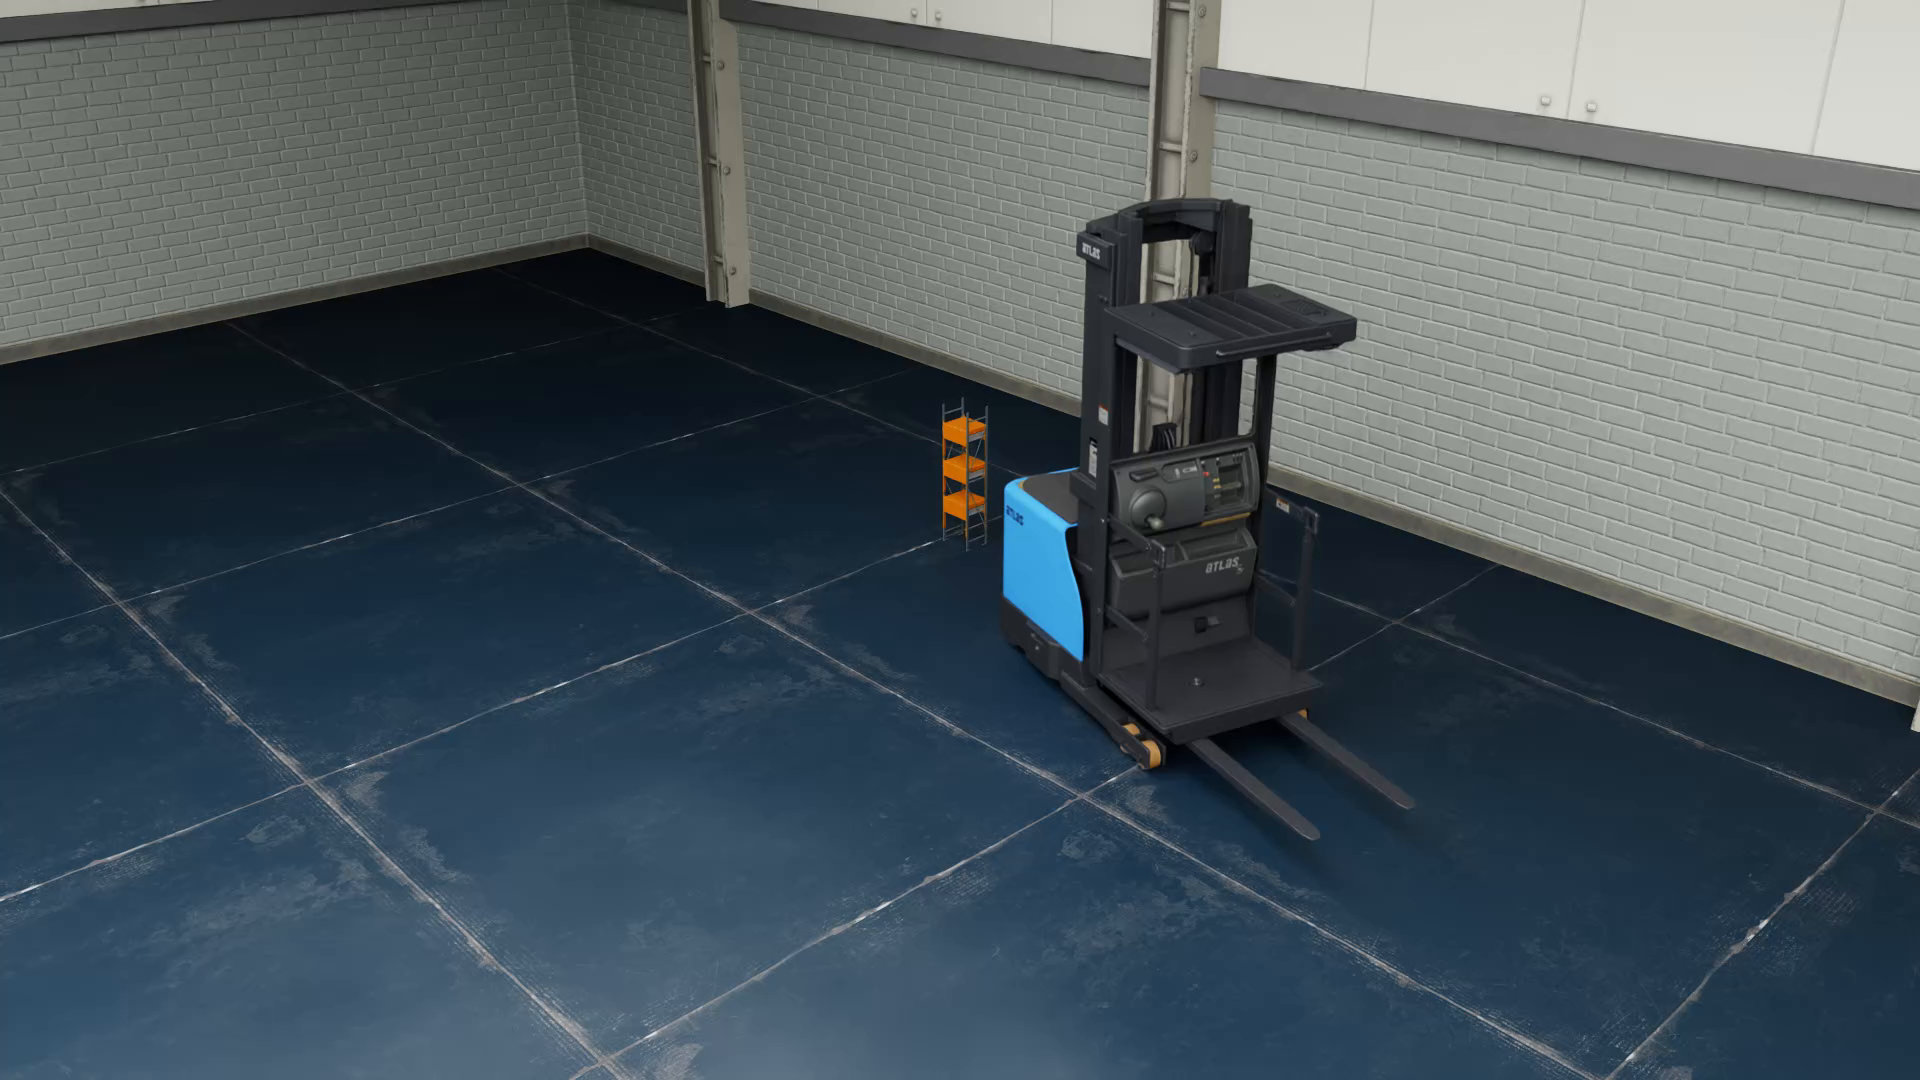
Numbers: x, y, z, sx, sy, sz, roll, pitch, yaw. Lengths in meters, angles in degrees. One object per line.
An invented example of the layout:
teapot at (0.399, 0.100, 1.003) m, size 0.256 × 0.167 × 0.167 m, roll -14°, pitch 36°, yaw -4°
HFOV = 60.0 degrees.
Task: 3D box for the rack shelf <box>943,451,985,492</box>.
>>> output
rack shelf at (0.037, -0.452, 11.798) m, size 0.215 × 0.259 × 0.240 m, roll -21°, pitch 32°, yaw -38°

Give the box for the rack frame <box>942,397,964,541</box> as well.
rack frame at (-0.047, -0.498, 11.874) m, size 0.200 × 1.050 × 0.008 m, roll -21°, pitch 32°, yaw -38°

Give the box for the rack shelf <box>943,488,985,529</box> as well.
rack shelf at (0.037, -0.199, 11.913) m, size 0.215 × 0.259 × 0.240 m, roll -21°, pitch 32°, yaw -38°

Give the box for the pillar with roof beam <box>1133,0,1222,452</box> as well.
pillar with roof beam at (-1.483, -3.579, 9.050) m, size 9.100 × 9.000 × 0.400 m, roll -21°, pitch 32°, yaw -38°

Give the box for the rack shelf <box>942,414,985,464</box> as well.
rack shelf at (0.037, -0.710, 11.680) m, size 0.215 × 0.259 × 0.240 m, roll -21°, pitch 32°, yaw -38°

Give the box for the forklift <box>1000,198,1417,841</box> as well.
forklift at (1.367, -0.265, 9.097) m, size 1.130 × 2.935 × 3.031 m, roll -12°, pitch 27°, yaw -24°

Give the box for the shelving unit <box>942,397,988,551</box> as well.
shelving unit at (0.037, -0.461, 11.793) m, size 0.215 × 1.050 × 0.252 m, roll -21°, pitch 32°, yaw -38°

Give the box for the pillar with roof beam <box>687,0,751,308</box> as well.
pillar with roof beam at (-5.584, -5.397, 13.035) m, size 9.100 × 9.000 × 0.400 m, roll -21°, pitch 32°, yaw -38°

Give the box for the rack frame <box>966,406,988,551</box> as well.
rack frame at (0.120, -0.424, 11.712) m, size 0.200 × 1.050 × 0.008 m, roll -21°, pitch 32°, yaw -38°
